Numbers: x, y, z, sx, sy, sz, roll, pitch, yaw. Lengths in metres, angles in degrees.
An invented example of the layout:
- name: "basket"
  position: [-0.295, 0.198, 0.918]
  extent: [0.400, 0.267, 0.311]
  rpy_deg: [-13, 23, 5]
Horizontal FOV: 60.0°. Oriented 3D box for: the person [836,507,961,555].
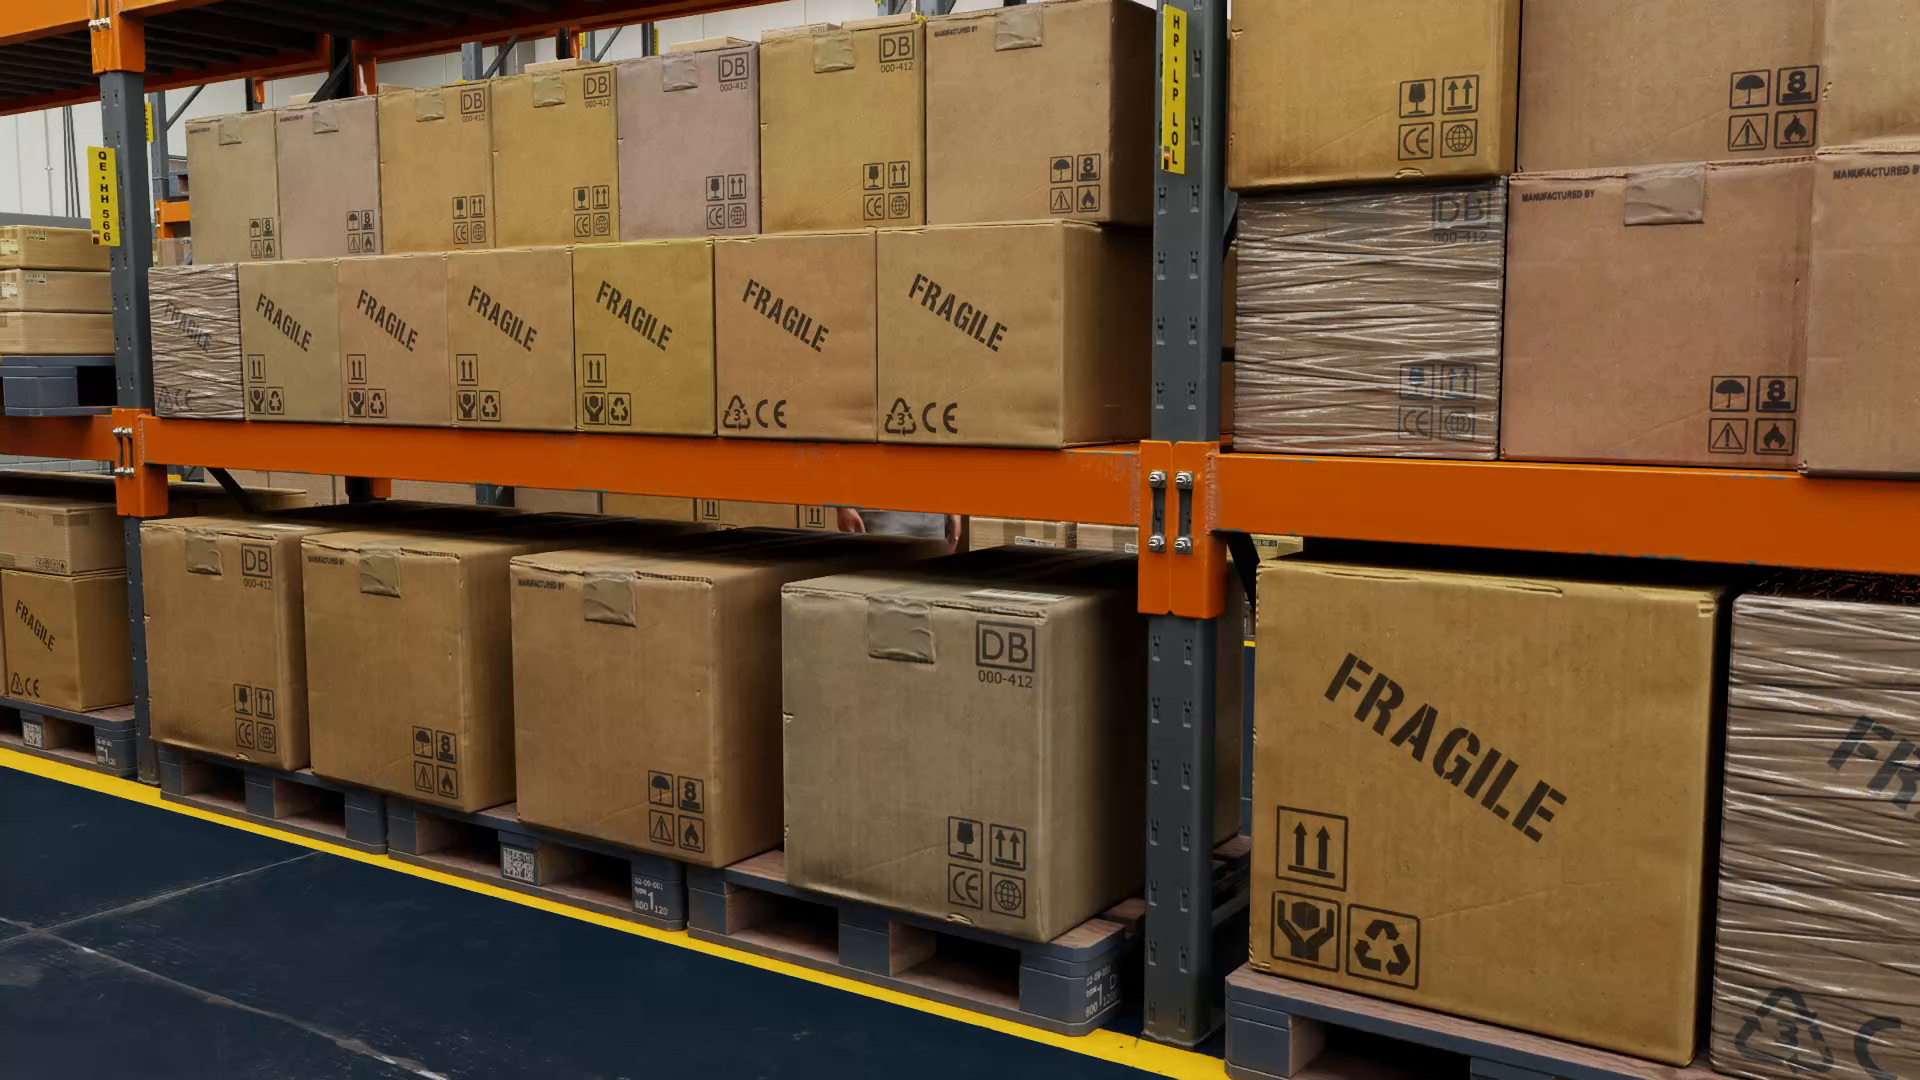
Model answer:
- name: "person"
  position: [-0.200, -0.095, 6.383]
  extent: [0.642, 1.782, 0.573]
  rpy_deg: [-6, 9, -44]
